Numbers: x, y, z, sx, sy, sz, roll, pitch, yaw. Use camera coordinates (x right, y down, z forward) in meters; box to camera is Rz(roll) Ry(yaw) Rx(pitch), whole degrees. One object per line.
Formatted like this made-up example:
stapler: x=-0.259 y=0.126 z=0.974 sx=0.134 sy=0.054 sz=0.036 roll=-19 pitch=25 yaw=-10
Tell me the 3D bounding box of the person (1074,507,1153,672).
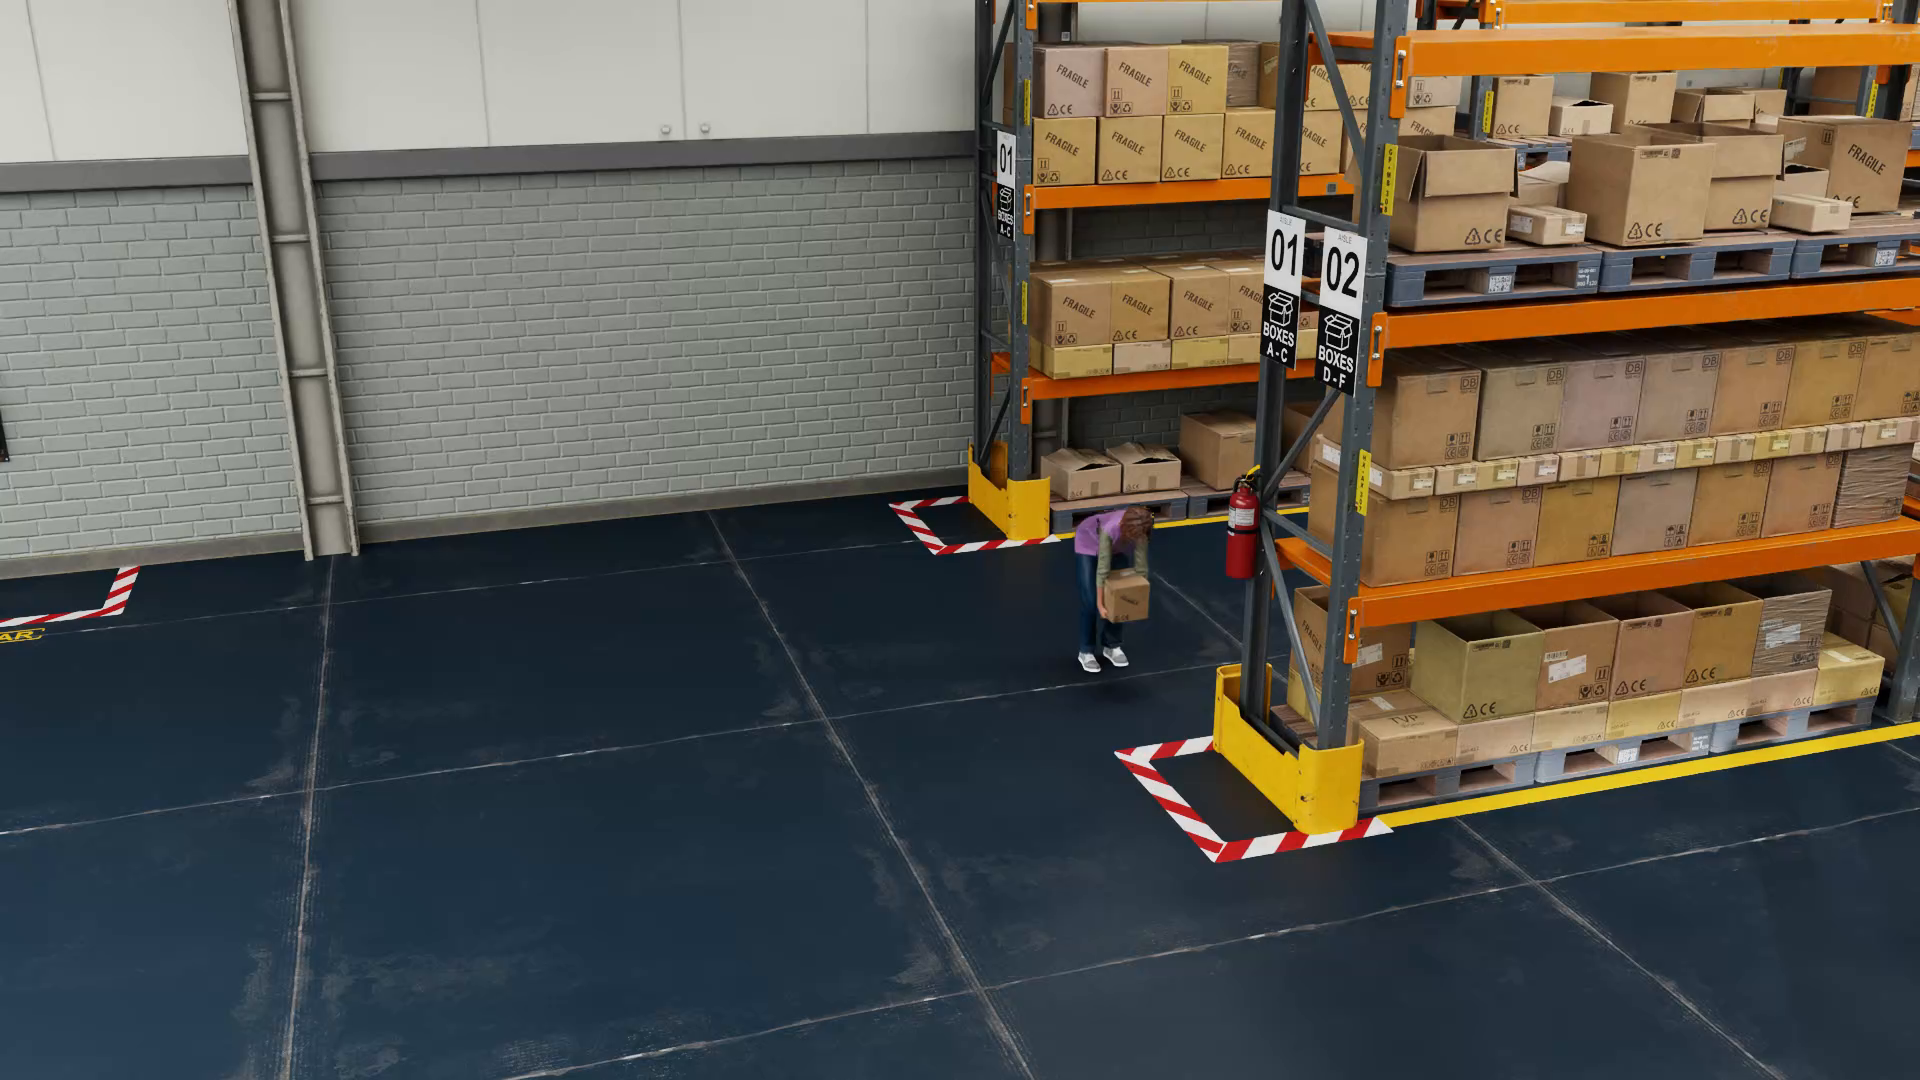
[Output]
person: x=1.005 y=0.301 z=10.776 sx=0.378 sy=1.240 sz=0.810 roll=-7 pitch=21 yaw=-18
